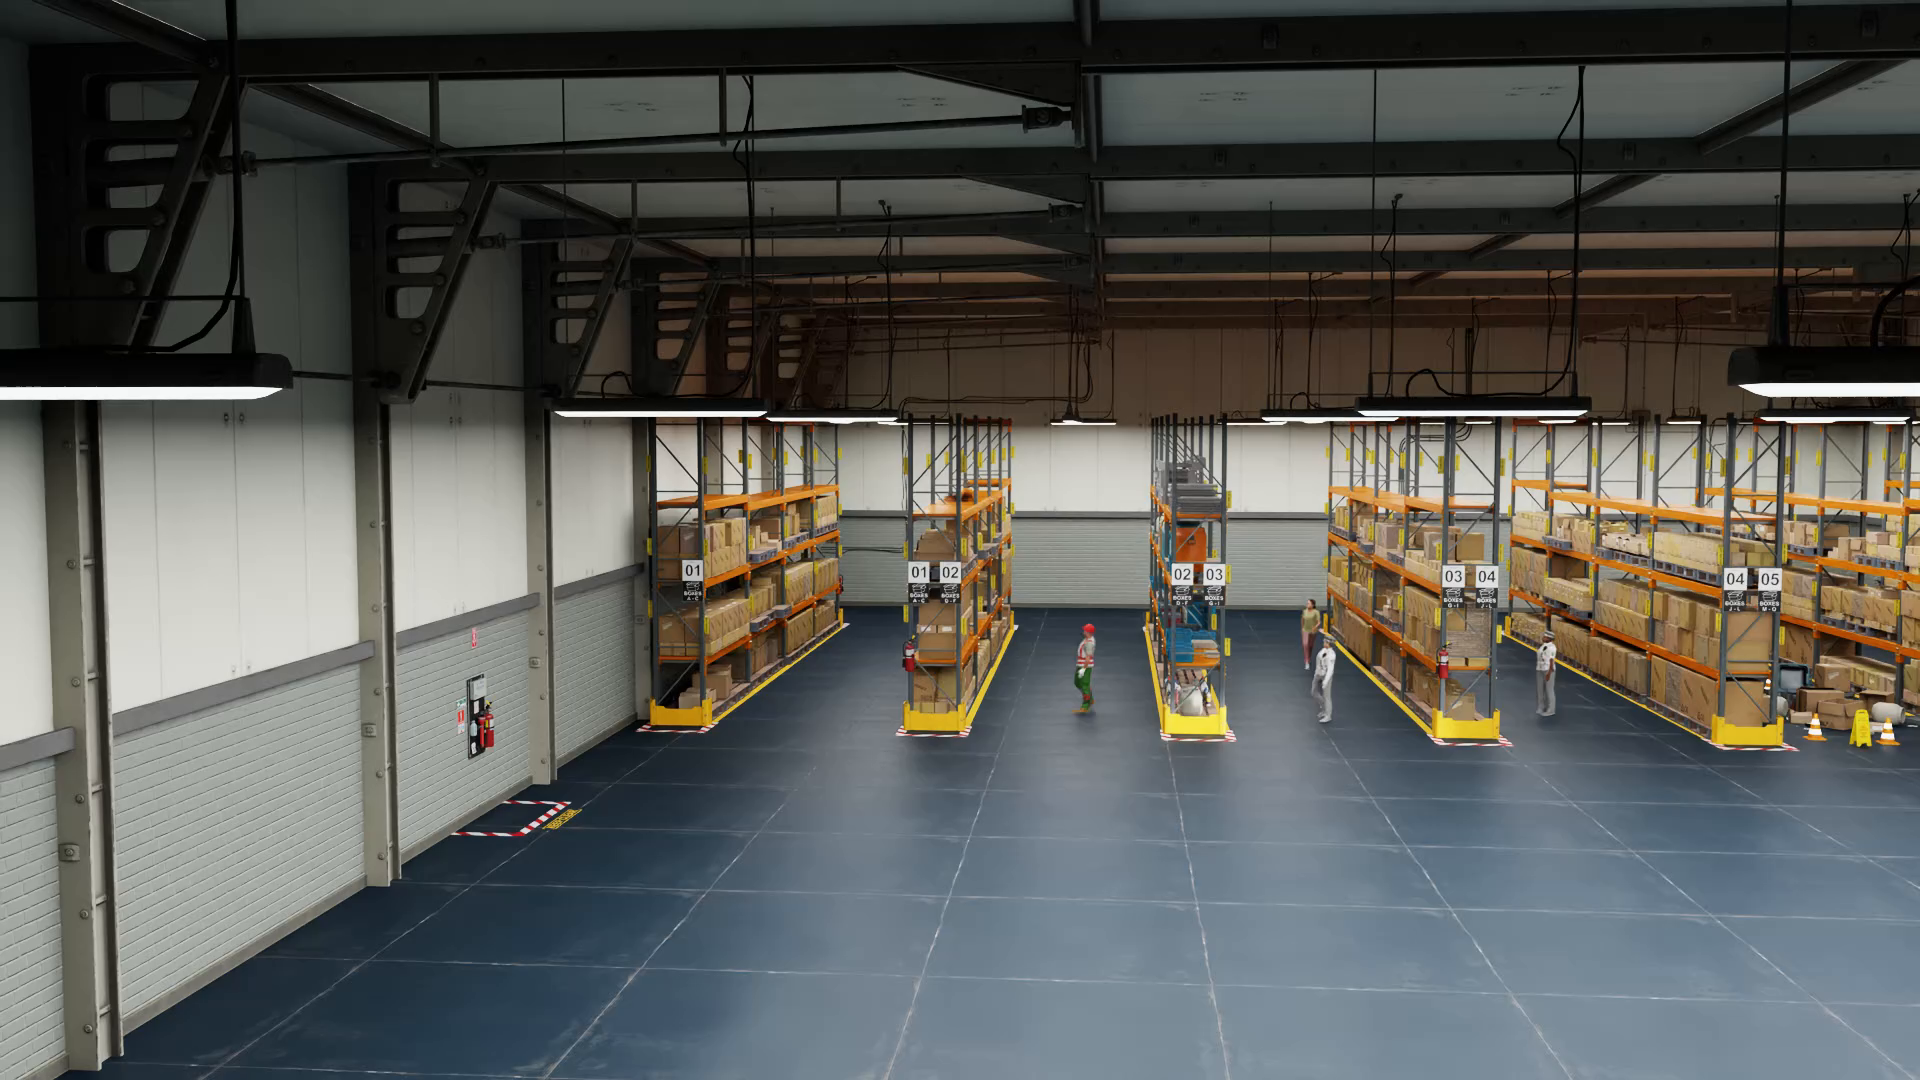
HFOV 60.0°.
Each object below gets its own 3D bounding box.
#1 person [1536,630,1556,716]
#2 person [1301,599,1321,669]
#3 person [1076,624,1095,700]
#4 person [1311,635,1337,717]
[{"bbox_3d":[11.710,2.643,33.270,0.396,1.699,0.448,-2,4,-27],"label":"person"},{"bbox_3d":[8.431,2.229,39.932,0.427,1.650,0.982,0,4,5],"label":"person"},{"bbox_3d":[-1.182,2.260,36.151,6.687,1.515,7.179,-1,4,-11],"label":"person"},{"bbox_3d":[7.123,2.651,32.563,0.387,1.617,0.536,-2,4,-24],"label":"person"}]
